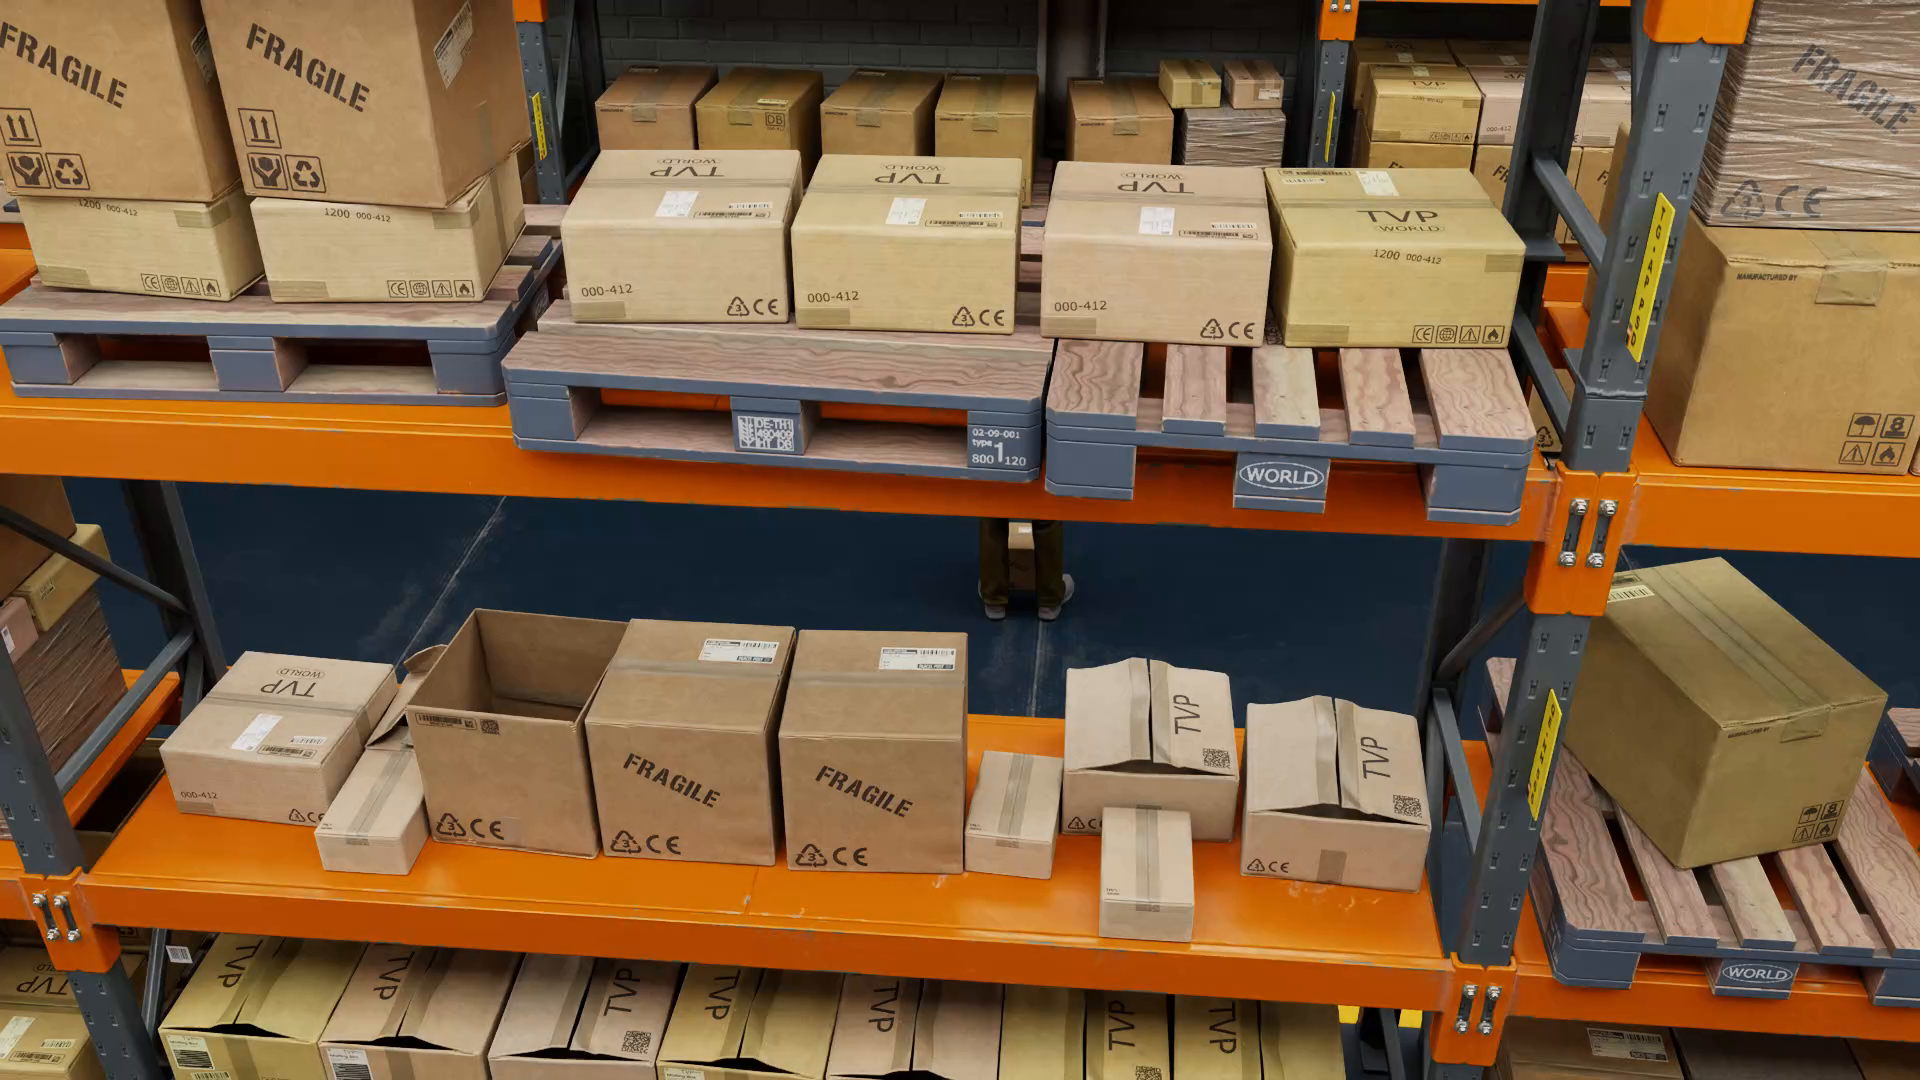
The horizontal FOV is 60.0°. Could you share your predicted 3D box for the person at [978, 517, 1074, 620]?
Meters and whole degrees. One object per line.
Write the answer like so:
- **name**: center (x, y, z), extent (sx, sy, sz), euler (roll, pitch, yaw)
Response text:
- **person**: center (0.265, -0.437, 7.804), extent (0.649, 1.772, 0.429), euler (1, 32, 1)
